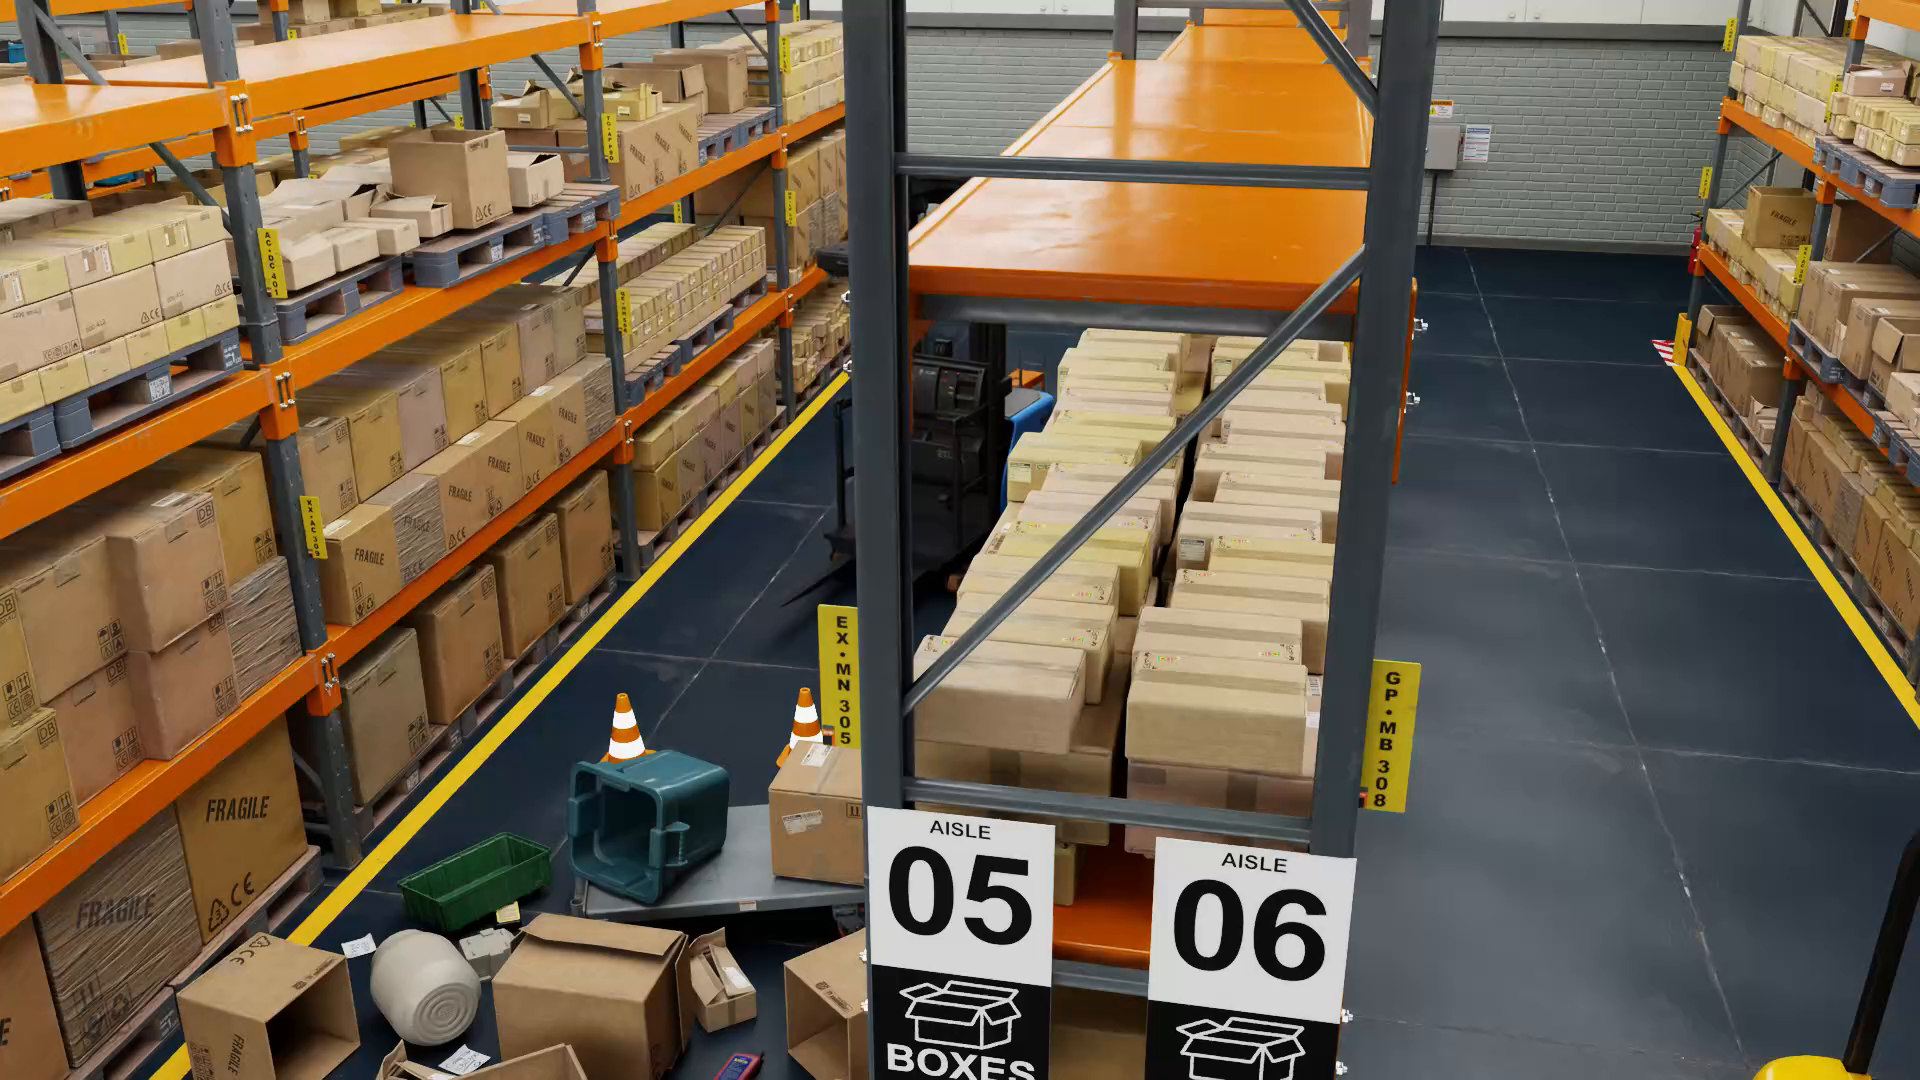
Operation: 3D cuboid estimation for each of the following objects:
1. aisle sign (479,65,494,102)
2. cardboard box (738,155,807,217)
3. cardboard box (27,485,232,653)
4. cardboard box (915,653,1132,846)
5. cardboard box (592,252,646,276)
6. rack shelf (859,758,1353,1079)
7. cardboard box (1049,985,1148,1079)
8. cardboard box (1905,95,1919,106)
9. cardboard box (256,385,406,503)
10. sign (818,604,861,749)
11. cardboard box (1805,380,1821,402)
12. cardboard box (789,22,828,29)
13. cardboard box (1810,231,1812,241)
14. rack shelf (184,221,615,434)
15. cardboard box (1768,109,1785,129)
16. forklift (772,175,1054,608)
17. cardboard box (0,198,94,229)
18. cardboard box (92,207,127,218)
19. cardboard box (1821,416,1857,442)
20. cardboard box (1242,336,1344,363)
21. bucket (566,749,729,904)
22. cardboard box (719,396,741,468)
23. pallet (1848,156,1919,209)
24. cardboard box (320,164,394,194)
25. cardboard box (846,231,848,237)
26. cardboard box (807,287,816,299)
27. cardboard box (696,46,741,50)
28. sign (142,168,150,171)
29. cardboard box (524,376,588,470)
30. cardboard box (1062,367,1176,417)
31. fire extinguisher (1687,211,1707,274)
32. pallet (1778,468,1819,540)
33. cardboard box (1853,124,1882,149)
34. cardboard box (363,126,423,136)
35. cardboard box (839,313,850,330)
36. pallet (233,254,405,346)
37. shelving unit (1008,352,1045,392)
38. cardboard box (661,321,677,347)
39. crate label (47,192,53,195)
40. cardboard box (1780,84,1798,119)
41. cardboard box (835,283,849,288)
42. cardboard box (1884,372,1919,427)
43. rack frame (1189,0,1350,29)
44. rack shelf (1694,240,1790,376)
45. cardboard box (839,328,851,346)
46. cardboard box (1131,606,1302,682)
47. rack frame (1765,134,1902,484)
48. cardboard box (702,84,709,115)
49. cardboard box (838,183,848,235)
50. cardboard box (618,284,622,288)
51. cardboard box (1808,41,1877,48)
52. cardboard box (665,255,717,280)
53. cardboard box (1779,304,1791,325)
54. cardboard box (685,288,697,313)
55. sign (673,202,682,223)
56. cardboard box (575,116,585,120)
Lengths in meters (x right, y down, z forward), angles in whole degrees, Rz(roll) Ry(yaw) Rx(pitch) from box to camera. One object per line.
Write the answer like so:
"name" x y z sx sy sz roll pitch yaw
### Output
"aisle sign" -5.831 -5.678 19.986 0.394 0.787 0.004 4 22 11
"cardboard box" -1.790 -3.385 15.903 0.500 0.500 0.500 5 22 12
"cardboard box" -3.860 0.107 7.456 0.875 0.550 0.550 4 22 11
"cardboard box" 0.138 0.471 3.986 0.500 0.250 0.500 4 22 10
"cardboard box" -2.914 -2.363 14.213 0.380 0.149 0.250 5 23 13
"rack shelf" 0.705 0.350 5.449 1.077 0.370 4.000 4 22 11
"cardboard box" 0.188 1.287 4.303 0.700 0.500 0.500 4 22 10
"cardboard box" 7.659 -3.408 13.059 0.380 0.149 0.250 4 22 10
"cardboard box" -3.554 -0.545 9.250 0.700 0.500 0.500 4 22 10
"sign" -0.242 0.287 3.456 0.100 0.325 0.005 4 22 11
"cardboard box" 7.332 -1.232 13.944 0.380 0.149 0.250 4 22 10
"cardboard box" -1.663 -5.599 18.254 0.380 0.149 0.250 5 23 13
"cardboard box" 8.376 -2.847 16.239 0.500 0.250 0.500 5 23 13
"rack shelf" -3.345 -1.454 9.926 1.077 0.370 4.000 4 22 11
"cardboard box" 7.675 -3.867 15.292 0.380 0.149 0.250 5 22 12
"forklift" -0.341 -1.143 12.298 1.130 2.935 3.031 11 24 25
"cardboard box" -4.160 -1.443 7.510 0.380 0.149 0.250 5 22 11
"cardboard box" -7.471 -2.559 14.245 0.797 0.503 0.637 5 22 12
"cardboard box" 7.250 -0.896 13.510 0.380 0.149 0.250 3 22 8
"cardboard box" 1.285 -0.735 6.449 0.380 0.149 0.250 4 22 10
"bucket" -1.524 1.374 8.304 0.726 0.611 0.620 13 15 29
"cardboard box" -2.239 -0.961 14.539 0.500 0.500 0.500 4 22 10
"pallet" 7.196 -2.565 11.973 1.213 0.211 1.003 4 22 11
"cardboard box" -3.507 -2.100 9.991 0.500 0.311 0.500 4 22 10
"cardboard box" -1.330 -3.426 18.211 0.380 0.149 0.250 3 22 9
"cardboard box" -1.829 -2.747 18.646 0.380 0.149 0.250 3 22 8
"cardboard box" -2.280 -4.562 15.678 0.380 0.149 0.250 5 22 12
"sign" -10.446 -4.886 21.281 0.100 0.325 0.005 4 22 11
"cardboard box" -2.869 -0.806 11.237 0.500 0.500 0.500 4 22 11
"cardboard box" 0.562 -0.497 5.856 0.380 0.149 0.250 4 22 9
"fire extinguisher" 8.000 -3.216 17.957 0.296 0.674 0.183 4 22 11
"pallet" 7.477 -0.279 13.795 1.003 0.211 1.213 4 22 11
"cardboard box" 6.978 -3.032 12.522 0.380 0.149 0.250 5 22 12
"cardboard box" -6.604 -4.547 19.457 0.500 0.500 0.500 4 22 10
"cardboard box" -1.401 -2.376 18.124 0.380 0.149 0.250 6 23 14
"pallet" -3.614 -1.306 8.853 0.805 0.209 1.217 4 22 9
"shelving unit" 0.499 -0.935 14.085 0.258 1.200 0.503 10 23 23
"cardboard box" -2.485 -1.650 13.239 0.380 0.149 0.250 5 23 13
"crate label" -11.083 -4.231 20.146 0.396 0.136 0.243 4 22 11
"cardboard box" 7.671 -3.906 14.854 0.500 0.250 0.500 5 22 12
"cardboard box" -1.200 -2.797 18.771 0.380 0.149 0.250 4 22 10
"cardboard box" 6.688 -0.946 11.356 0.500 0.250 0.500 3 22 8
"rack frame" 1.930 -3.570 10.202 1.000 3.000 0.127 4 22 11
"rack shelf" 8.014 -2.271 15.970 1.077 0.370 4.000 4 22 11
"cardboard box" -1.403 -2.238 18.179 0.380 0.149 0.250 5 22 12
"cardboard box" 0.605 0.286 3.912 0.380 0.149 0.250 4 22 11
"rack frame" 7.606 -1.873 14.019 1.000 3.000 0.127 4 22 11
"cardboard box" -2.506 -3.829 14.419 0.500 0.311 0.500 4 22 10
"cardboard box" -1.460 -3.498 17.522 0.500 0.500 0.500 6 23 14
"cardboard box" -3.021 -2.031 13.788 0.380 0.149 0.250 5 22 12
"cardboard box" 8.498 -4.654 16.042 0.500 0.250 0.500 4 22 9
"cardboard box" -2.278 -2.306 14.073 0.380 0.149 0.250 3 22 9
"cardboard box" 7.456 -1.989 14.644 0.380 0.149 0.250 5 22 12
"cardboard box" -2.380 -1.976 13.652 0.380 0.149 0.250 4 22 10
"sign" -2.653 -3.031 15.735 0.100 0.325 0.005 4 22 11
"cardboard box" -2.980 -2.977 12.612 0.500 0.500 0.500 4 22 11
